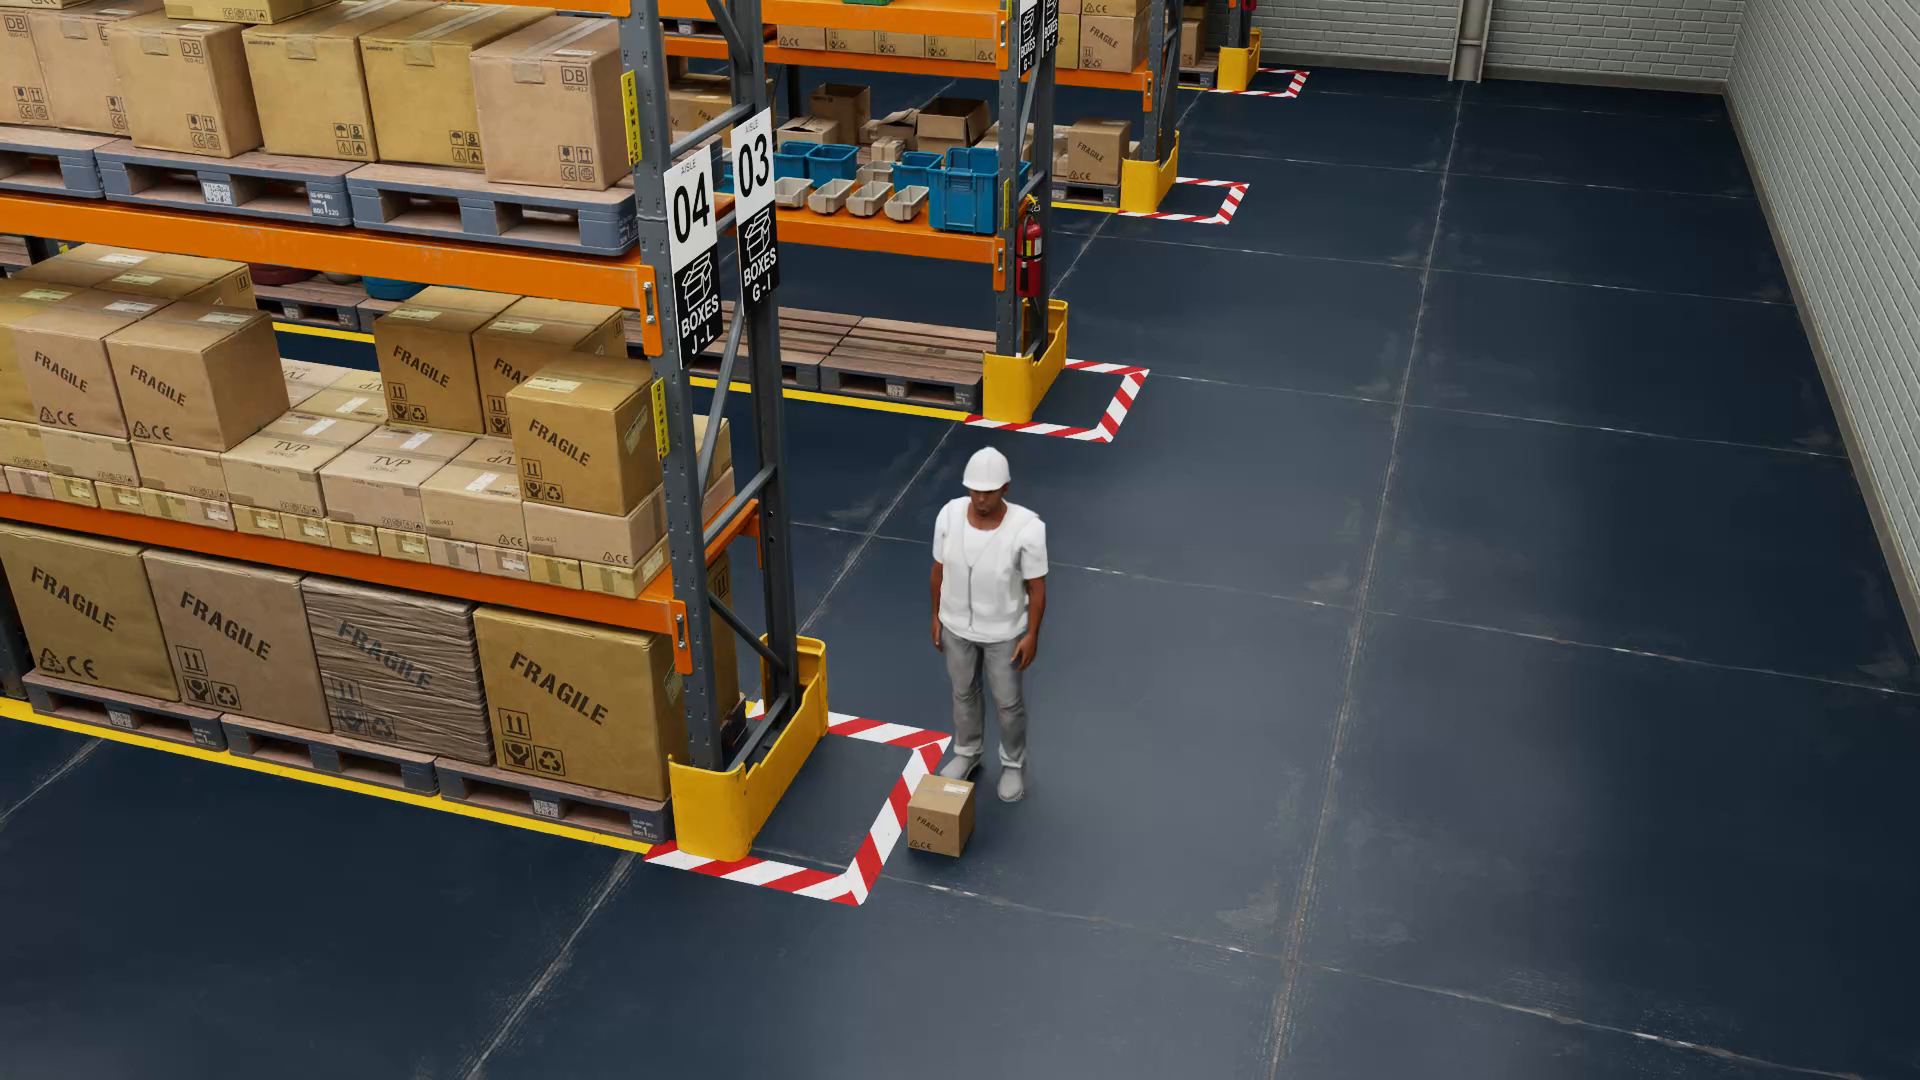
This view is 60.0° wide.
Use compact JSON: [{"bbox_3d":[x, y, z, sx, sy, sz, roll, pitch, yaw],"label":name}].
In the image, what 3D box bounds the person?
[{"bbox_3d":[0.116,0.401,7.769,0.569,1.781,0.358,13,31,21],"label":"person"}]
